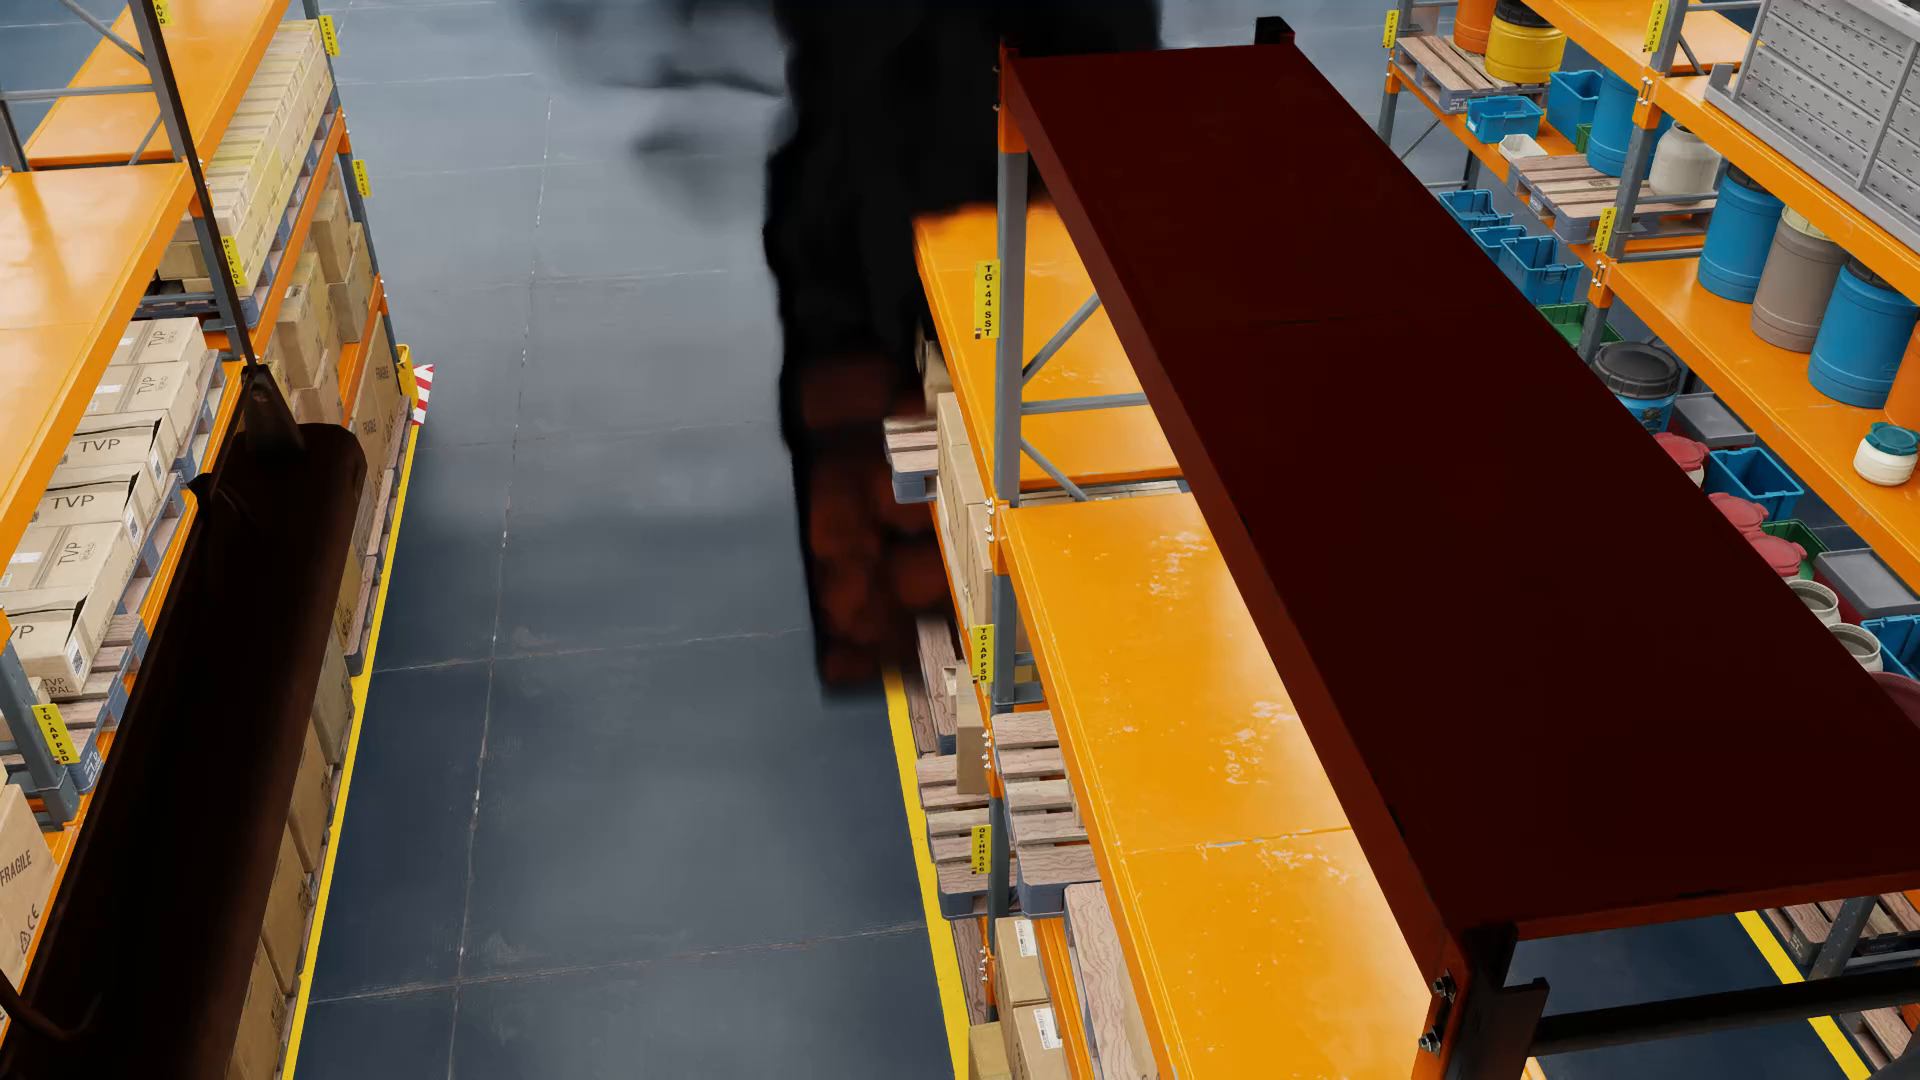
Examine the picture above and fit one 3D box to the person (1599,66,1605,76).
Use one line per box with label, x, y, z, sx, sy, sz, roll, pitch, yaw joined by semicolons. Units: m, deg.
person;6.779;-4.249;17.814;0.722;1.754;0.557;6;37;8
